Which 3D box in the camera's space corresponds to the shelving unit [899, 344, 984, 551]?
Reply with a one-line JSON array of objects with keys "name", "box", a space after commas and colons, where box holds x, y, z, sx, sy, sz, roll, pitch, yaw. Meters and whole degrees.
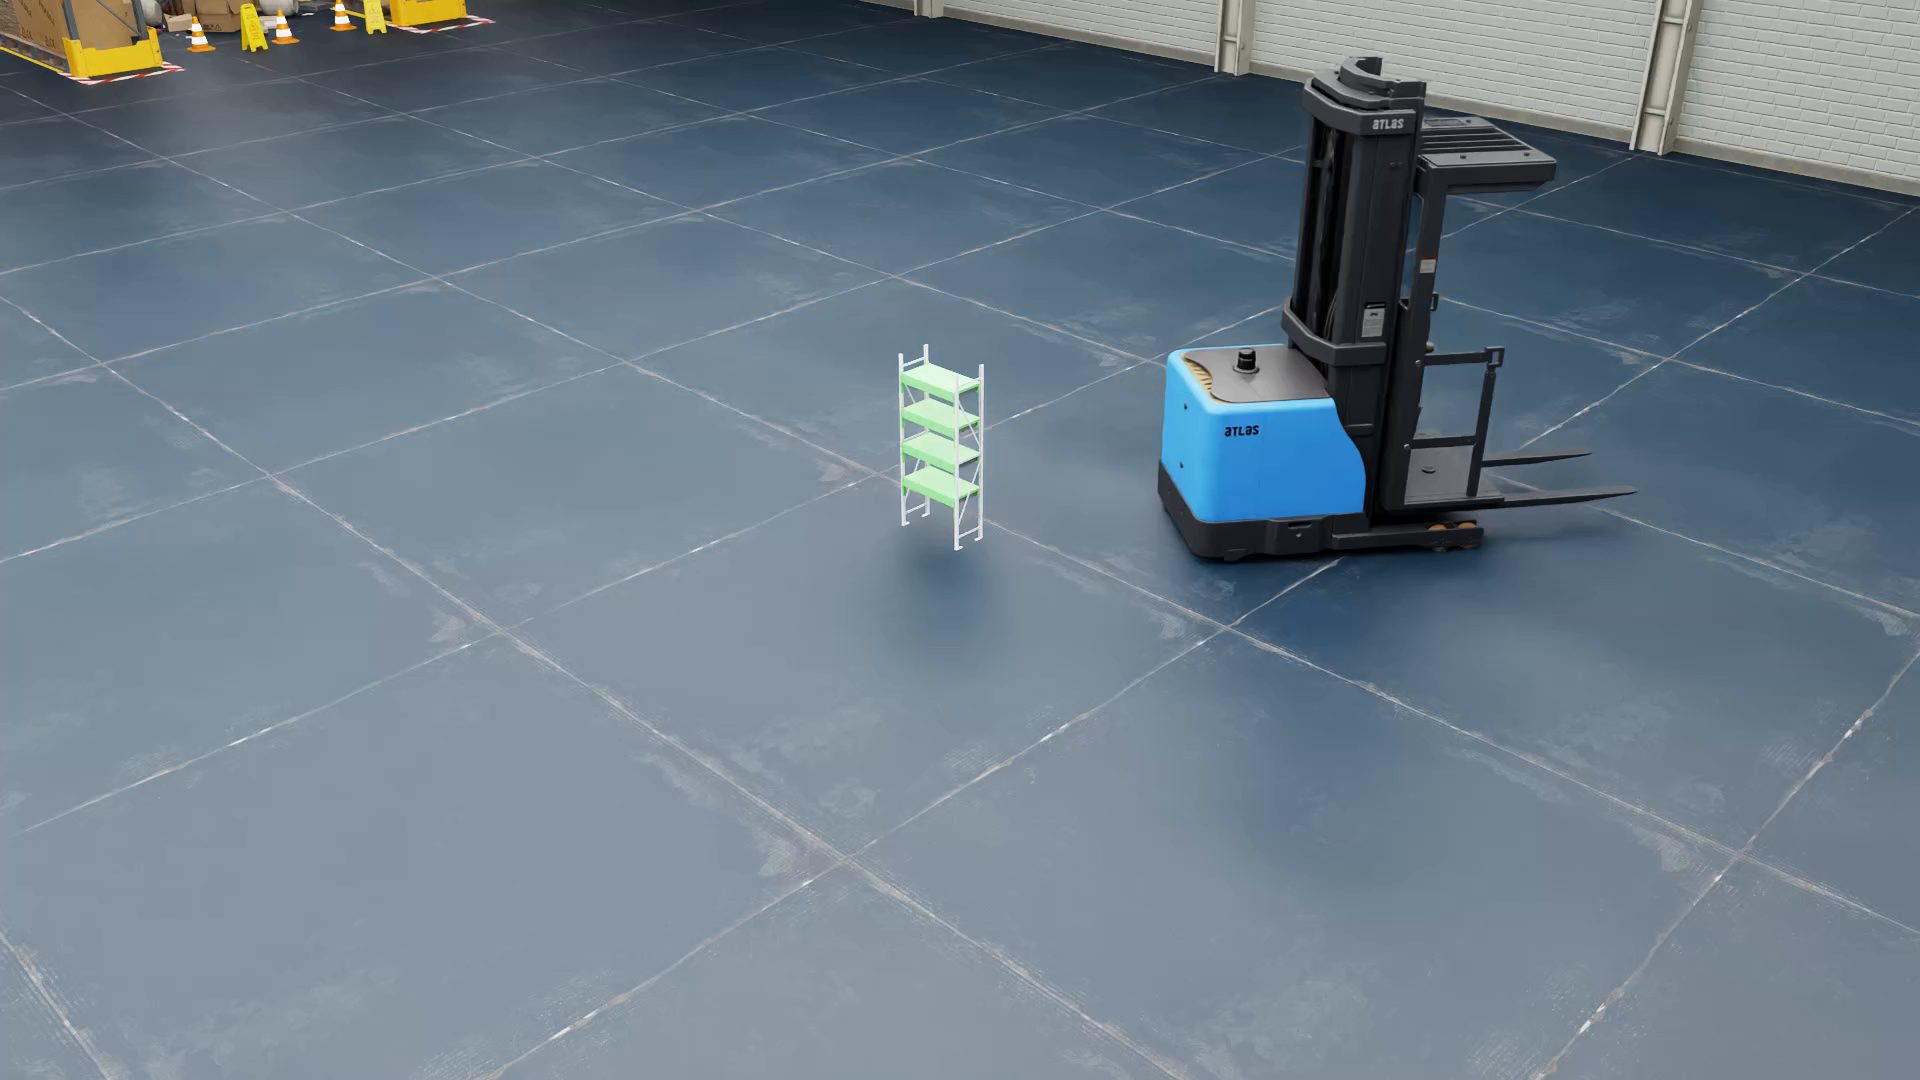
[{"name": "shelving unit", "box": [-0.118, -0.585, 10.567, 0.503, 1.200, 0.258, 25, 36, 38]}]

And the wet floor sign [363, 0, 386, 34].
[{"name": "wet floor sign", "box": [-8.999, -8.120, 25.493, 0.267, 0.644, 0.232, -13, 30, -22]}]

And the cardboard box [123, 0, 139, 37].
[{"name": "cardboard box", "box": [-12.809, -7.937, 25.299, 0.500, 0.500, 0.500, -18, 33, -31]}]

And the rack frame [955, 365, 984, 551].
[{"name": "rack frame", "box": [0.056, -0.505, 10.415, 0.015, 1.200, 0.240, 25, 36, 38]}]

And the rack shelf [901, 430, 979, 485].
[{"name": "rack shelf", "box": [-0.118, -0.529, 10.597, 0.480, 0.148, 0.258, 25, 36, 38]}]

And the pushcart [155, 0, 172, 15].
[{"name": "pushcart", "box": [-12.800, -8.951, 27.360, 0.936, 0.377, 1.648, 12, 30, 22]}]

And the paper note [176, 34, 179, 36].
[{"name": "paper note", "box": [-11.960, -7.719, 25.412, 0.032, 0.001, 0.123, -7, 29, -14]}]

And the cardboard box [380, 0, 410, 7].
[{"name": "cardboard box", "box": [-9.167, -8.730, 26.627, 0.500, 0.250, 0.500, 24, 36, 38]}]

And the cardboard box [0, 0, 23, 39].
[{"name": "cardboard box", "box": [-13.590, -7.933, 24.439, 0.875, 0.875, 0.875, 25, 37, 39]}]

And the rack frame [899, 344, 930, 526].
[{"name": "rack frame", "box": [-0.292, -0.665, 10.718, 0.015, 1.200, 0.240, 25, 36, 38]}]

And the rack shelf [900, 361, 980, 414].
[{"name": "rack shelf", "box": [-0.118, -0.953, 10.373, 0.480, 0.148, 0.258, 25, 36, 38]}]

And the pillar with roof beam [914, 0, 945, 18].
[{"name": "pillar with roof beam", "box": [-3.512, -11.023, 22.037, 0.400, 9.000, 9.100, 25, 36, 38]}]

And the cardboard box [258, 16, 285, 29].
[{"name": "cardboard box", "box": [-10.735, -8.074, 25.939, 0.380, 0.149, 0.250, -7, 29, -14]}]

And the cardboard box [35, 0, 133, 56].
[{"name": "cardboard box", "box": [-12.313, -7.348, 23.327, 0.875, 0.875, 0.875, 25, 37, 39]}]

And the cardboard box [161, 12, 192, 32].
[{"name": "cardboard box", "box": [-12.118, -8.049, 25.765, 0.396, 0.266, 0.258, -18, 33, -31]}]

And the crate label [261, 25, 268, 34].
[{"name": "crate label", "box": [-10.735, -7.781, 25.394, 0.298, 0.136, 0.250, 7, 29, 13]}]

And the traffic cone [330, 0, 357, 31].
[{"name": "traffic cone", "box": [-9.596, -8.169, 25.781, 0.334, 0.463, 0.336, 25, 36, 38]}]

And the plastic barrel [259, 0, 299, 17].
[{"name": "plastic barrel", "box": [-10.919, -8.610, 26.664, 0.512, 0.421, 0.421, -3, 28, -5]}]

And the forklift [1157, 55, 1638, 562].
[{"name": "forklift", "box": [2.891, -1.466, 10.382, 3.031, 2.935, 1.130, -4, 28, -8]}]

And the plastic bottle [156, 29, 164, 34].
[{"name": "plastic bottle", "box": [-12.354, -7.793, 25.498, 0.133, 0.061, 0.283, 12, 30, 22]}]

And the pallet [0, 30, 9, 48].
[{"name": "pallet", "box": [-14.148, -7.700, 25.161, 1.213, 0.211, 1.003, 25, 36, 38]}]

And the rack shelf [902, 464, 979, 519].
[{"name": "rack shelf", "box": [-0.118, -0.316, 10.708, 0.480, 0.148, 0.258, 25, 36, 38]}]

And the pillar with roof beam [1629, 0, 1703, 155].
[{"name": "pillar with roof beam", "box": [5.045, -7.107, 14.591, 0.400, 9.000, 9.100, 25, 36, 38]}]

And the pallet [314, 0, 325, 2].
[{"name": "pallet", "box": [-10.733, -9.443, 28.475, 1.213, 0.211, 1.003, 25, 36, 38]}]

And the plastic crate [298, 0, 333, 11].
[{"name": "plastic crate", "box": [-10.692, -8.808, 27.408, 0.583, 0.080, 0.402, 12, 30, 22]}]

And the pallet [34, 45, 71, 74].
[{"name": "pallet", "box": [-12.408, -6.904, 23.647, 1.213, 0.211, 1.003, 25, 36, 38]}]

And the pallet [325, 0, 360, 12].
[{"name": "pallet", "box": [-9.859, -9.045, 27.717, 1.213, 0.211, 1.003, 25, 36, 38]}]

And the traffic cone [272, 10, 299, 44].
[{"name": "traffic cone", "box": [-10.131, -7.689, 24.869, 0.334, 0.463, 0.336, 25, 36, 38]}]

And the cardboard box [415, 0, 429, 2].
[{"name": "cardboard box", "box": [-8.766, -8.903, 26.955, 0.500, 0.250, 0.500, 24, 36, 38]}]

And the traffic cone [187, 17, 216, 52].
[{"name": "traffic cone", "box": [-11.166, -7.425, 24.367, 0.334, 0.463, 0.336, 25, 36, 38]}]

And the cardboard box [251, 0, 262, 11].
[{"name": "cardboard box", "box": [-11.427, -8.978, 27.278, 0.500, 0.500, 0.500, -3, 28, -5]}]

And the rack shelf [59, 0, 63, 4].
[{"name": "rack shelf", "box": [-13.209, -8.238, 23.960, 4.000, 0.370, 1.077, 25, 36, 38]}]

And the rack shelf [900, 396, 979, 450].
[{"name": "rack shelf", "box": [-0.118, -0.741, 10.485, 0.480, 0.148, 0.258, 25, 36, 38]}]

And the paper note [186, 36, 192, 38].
[{"name": "paper note", "box": [-11.681, -7.650, 25.261, 0.144, 0.017, 0.142, -13, 30, -22]}]

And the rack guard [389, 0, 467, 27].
[{"name": "rack guard", "box": [-8.439, -8.498, 26.367, 0.348, 0.500, 1.175, 25, 36, 38]}]

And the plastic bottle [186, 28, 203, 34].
[{"name": "plastic bottle", "box": [-11.786, -7.819, 25.548, 0.283, 0.061, 0.133, 12, 30, 22]}]

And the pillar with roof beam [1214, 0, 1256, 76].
[{"name": "pillar with roof beam", "box": [0.767, -9.065, 18.314, 0.400, 9.000, 9.100, 25, 36, 38]}]

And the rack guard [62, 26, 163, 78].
[{"name": "rack guard", "box": [-11.766, -6.789, 23.118, 0.348, 0.500, 1.175, 25, 36, 38]}]

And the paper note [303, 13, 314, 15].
[{"name": "paper note", "box": [-10.543, -8.512, 26.898, 0.148, 0.019, 0.142, 12, 30, 22]}]

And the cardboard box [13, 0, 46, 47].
[{"name": "cardboard box", "box": [-12.942, -7.635, 23.872, 0.875, 0.875, 0.875, 24, 36, 38]}]

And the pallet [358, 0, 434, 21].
[{"name": "pallet", "box": [-8.993, -8.647, 26.961, 1.213, 0.211, 1.003, 25, 36, 38]}]

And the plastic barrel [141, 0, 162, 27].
[{"name": "plastic barrel", "box": [-12.751, -8.207, 25.897, 0.512, 0.421, 0.421, -3, 28, -5]}]

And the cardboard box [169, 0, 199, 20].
[{"name": "cardboard box", "box": [-12.085, -8.570, 26.355, 0.503, 0.637, 0.797, 25, 36, 38]}]

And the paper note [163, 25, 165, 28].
[{"name": "paper note", "box": [-12.384, -8.055, 26.038, 0.172, 0.023, 0.155, -13, 30, -22]}]

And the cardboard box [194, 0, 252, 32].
[{"name": "cardboard box", "box": [-11.412, -8.207, 25.811, 0.637, 0.503, 0.797, 2, 28, 4]}]

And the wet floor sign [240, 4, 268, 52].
[{"name": "wet floor sign", "box": [-10.374, -7.509, 24.331, 0.232, 0.644, 0.267, 18, 33, 30]}]

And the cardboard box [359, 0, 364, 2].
[{"name": "cardboard box", "box": [-9.513, -8.894, 26.938, 0.500, 0.250, 0.500, 25, 37, 39]}]

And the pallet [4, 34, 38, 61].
[{"name": "pallet", "box": [-13.274, -7.302, 24.404, 1.213, 0.211, 1.003, 25, 36, 38]}]

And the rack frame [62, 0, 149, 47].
[{"name": "rack frame", "box": [-11.783, -7.903, 22.551, 0.127, 3.000, 1.000, 25, 36, 38]}]
